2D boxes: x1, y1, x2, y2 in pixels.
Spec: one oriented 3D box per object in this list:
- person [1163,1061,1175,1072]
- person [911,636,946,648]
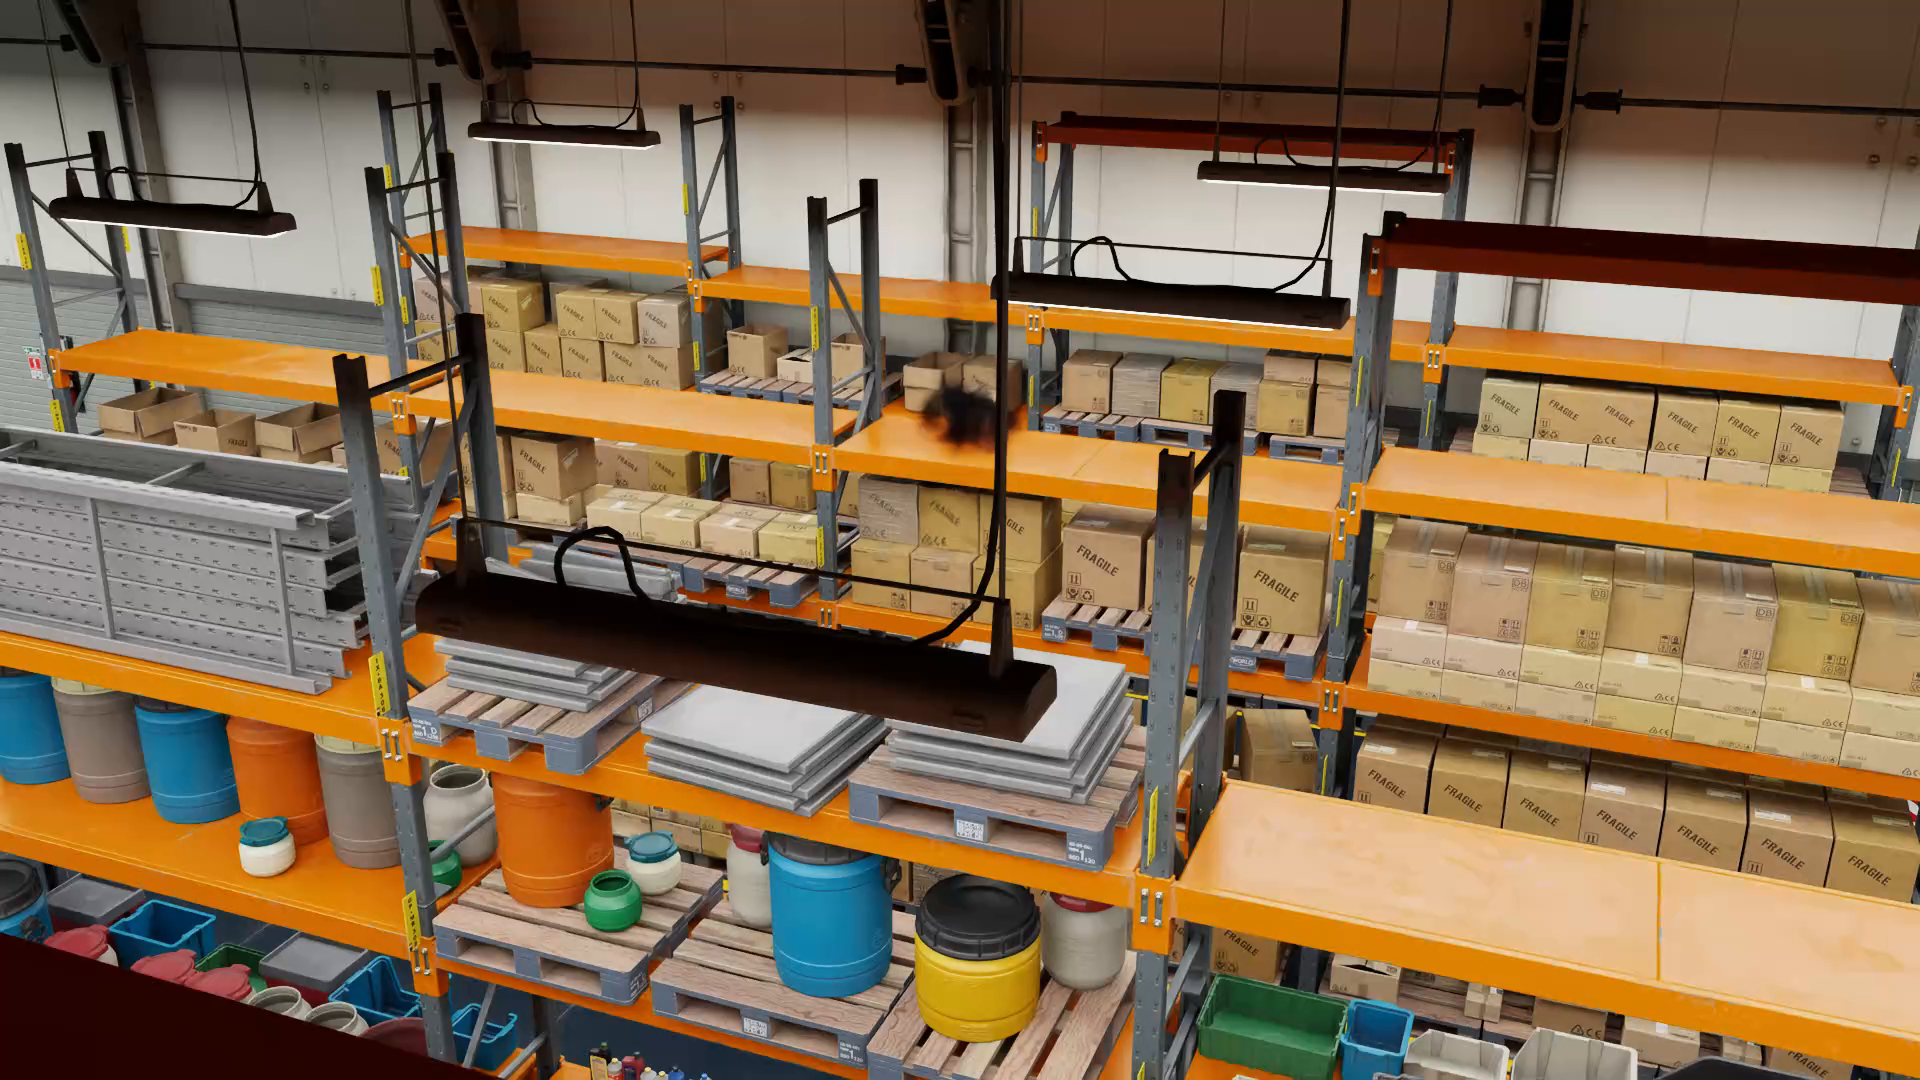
[{"bbox_3d":[0.934,3.155,11.114,1.017,1.648,0.583,8,22,20],"label":"person"},{"bbox_3d":[-0.336,1.112,16.250,0.821,1.734,0.713,5,21,13],"label":"person"}]
